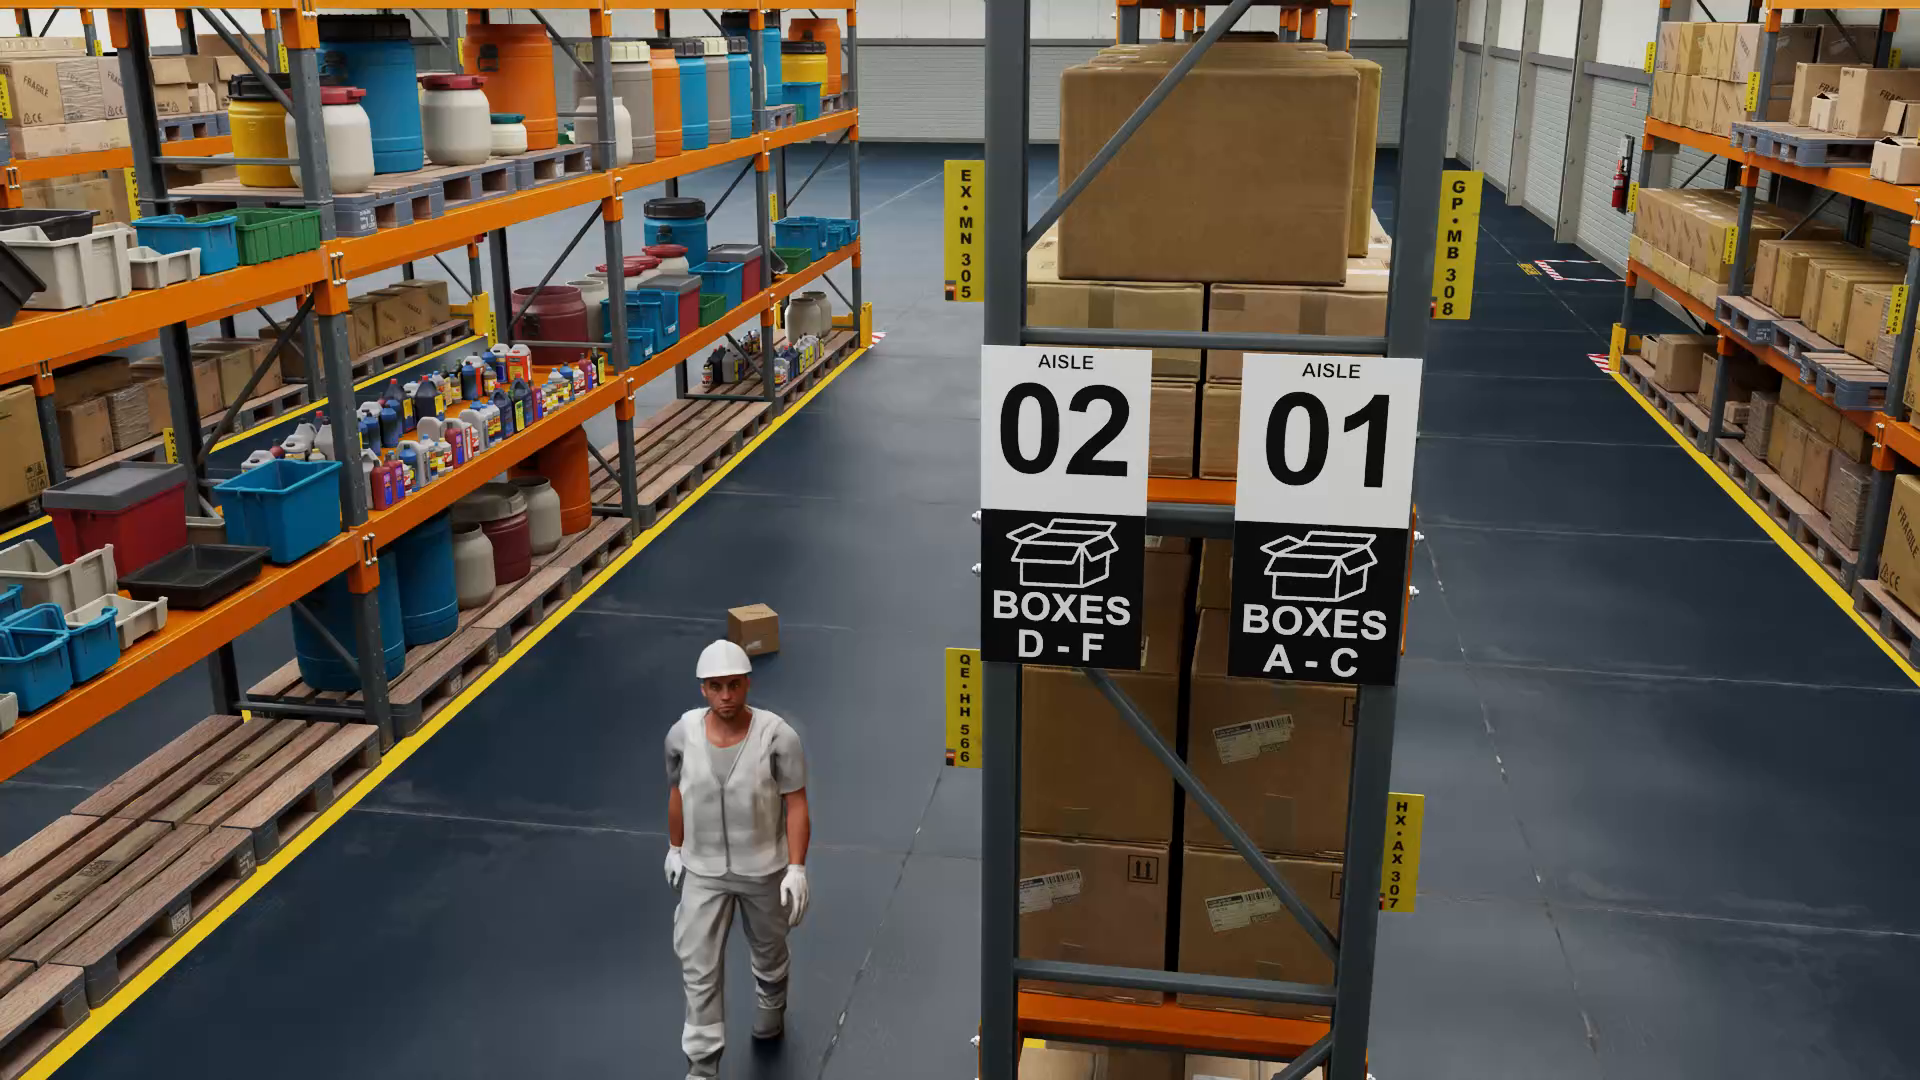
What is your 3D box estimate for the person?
[{"bbox_3d":[-0.840,1.234,6.109,0.591,1.733,0.995,0,18,1],"label":"person"}]
